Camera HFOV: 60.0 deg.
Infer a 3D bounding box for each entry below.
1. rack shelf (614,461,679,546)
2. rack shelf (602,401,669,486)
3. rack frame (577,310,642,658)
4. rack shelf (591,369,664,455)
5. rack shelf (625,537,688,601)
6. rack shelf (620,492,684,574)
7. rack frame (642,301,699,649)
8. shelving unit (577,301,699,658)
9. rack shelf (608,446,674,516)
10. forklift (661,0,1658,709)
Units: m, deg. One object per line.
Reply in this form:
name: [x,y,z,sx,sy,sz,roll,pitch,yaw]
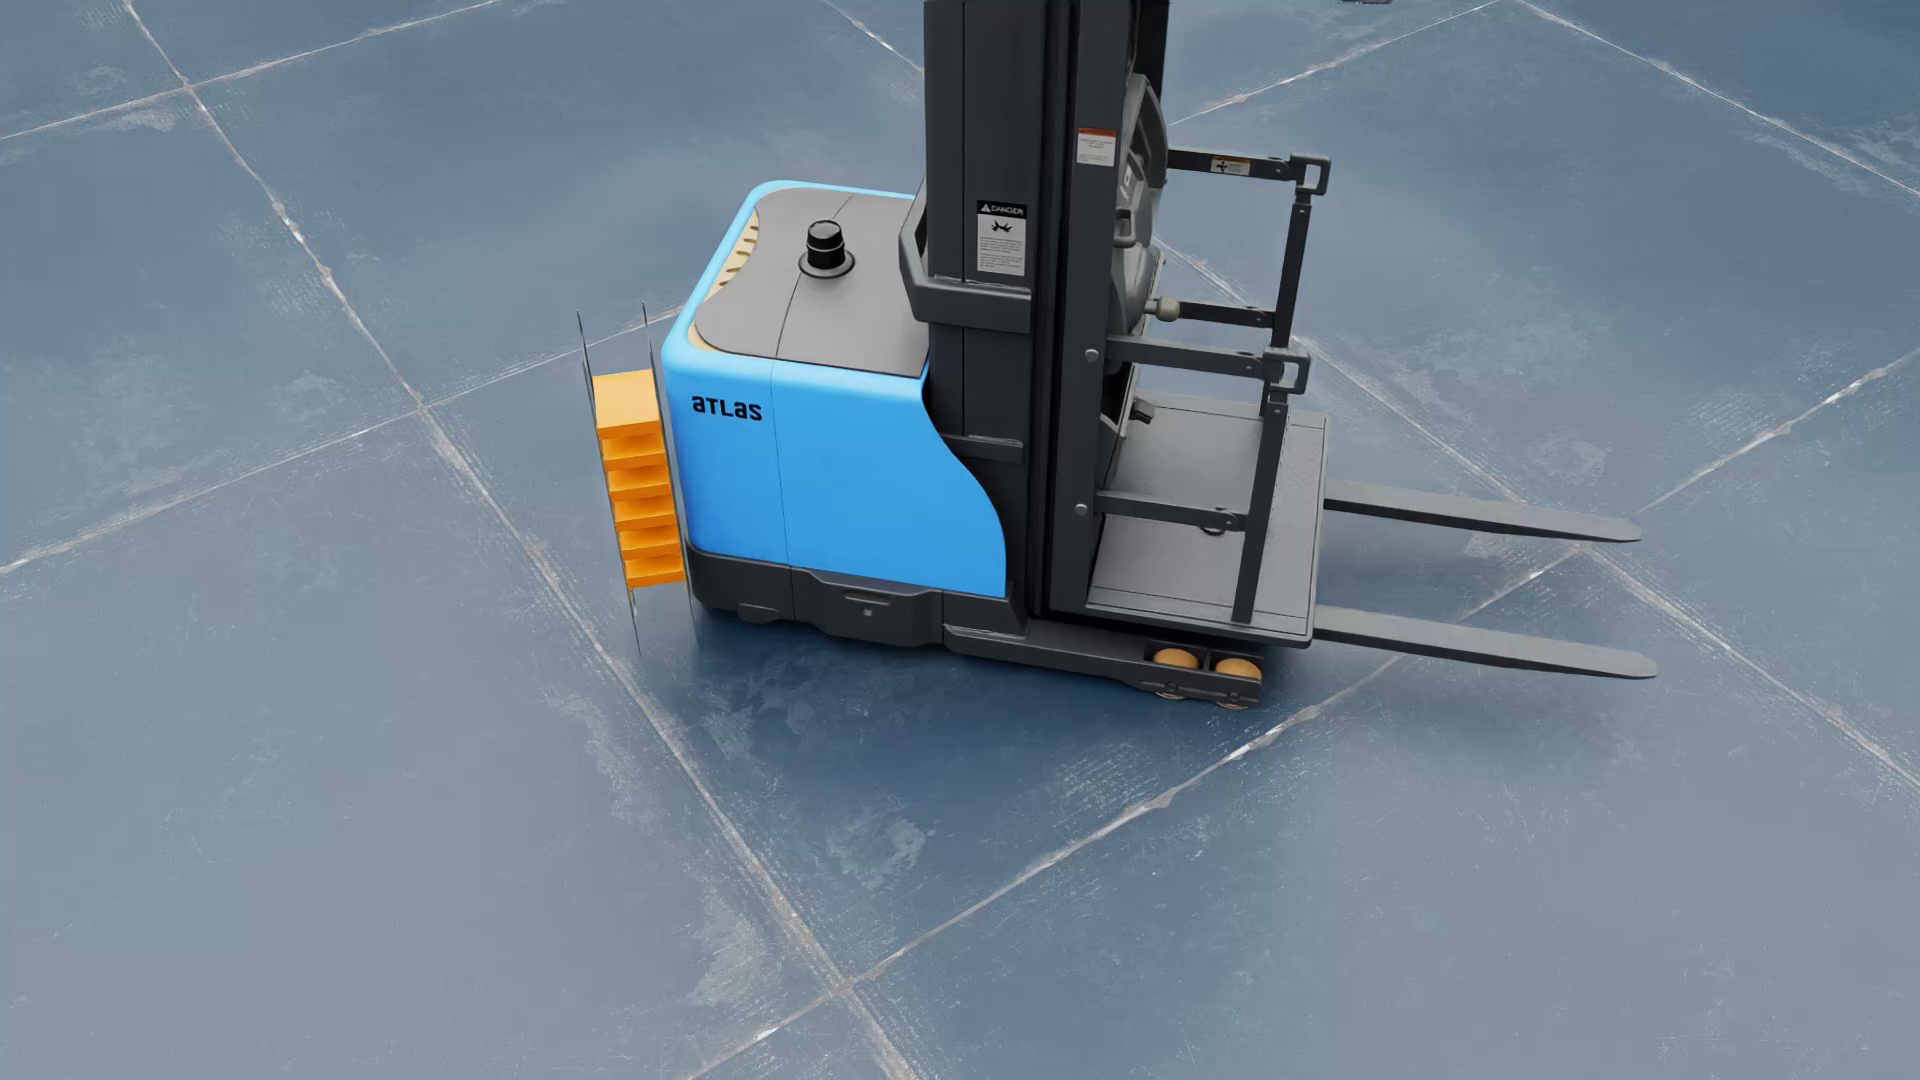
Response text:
rack shelf: [-0.964,-0.117,5.068,0.180,0.103,0.258,-9,44,-9]
rack shelf: [-0.964,-0.291,4.902,0.180,0.103,0.258,-9,44,-9]
rack frame: [-1.053,-0.135,5.023,0.006,1.200,0.240,-9,44,-9]
rack shelf: [-0.964,-0.377,4.819,0.180,0.103,0.258,-9,44,-9]
rack shelf: [-0.964,0.057,5.234,0.180,0.103,0.258,-9,44,-9]
rack shelf: [-0.964,-0.030,5.151,0.180,0.103,0.258,-9,44,-9]
rack frame: [-0.875,-0.163,5.052,0.006,1.200,0.240,-9,44,-9]
shelving unit: [-0.964,-0.149,5.037,0.189,1.200,0.258,-9,44,-9]
rack shelf: [-0.964,-0.204,4.985,0.180,0.103,0.258,-9,44,-9]
forklift: [0.689,-0.935,4.607,3.031,2.935,1.130,8,44,9]
